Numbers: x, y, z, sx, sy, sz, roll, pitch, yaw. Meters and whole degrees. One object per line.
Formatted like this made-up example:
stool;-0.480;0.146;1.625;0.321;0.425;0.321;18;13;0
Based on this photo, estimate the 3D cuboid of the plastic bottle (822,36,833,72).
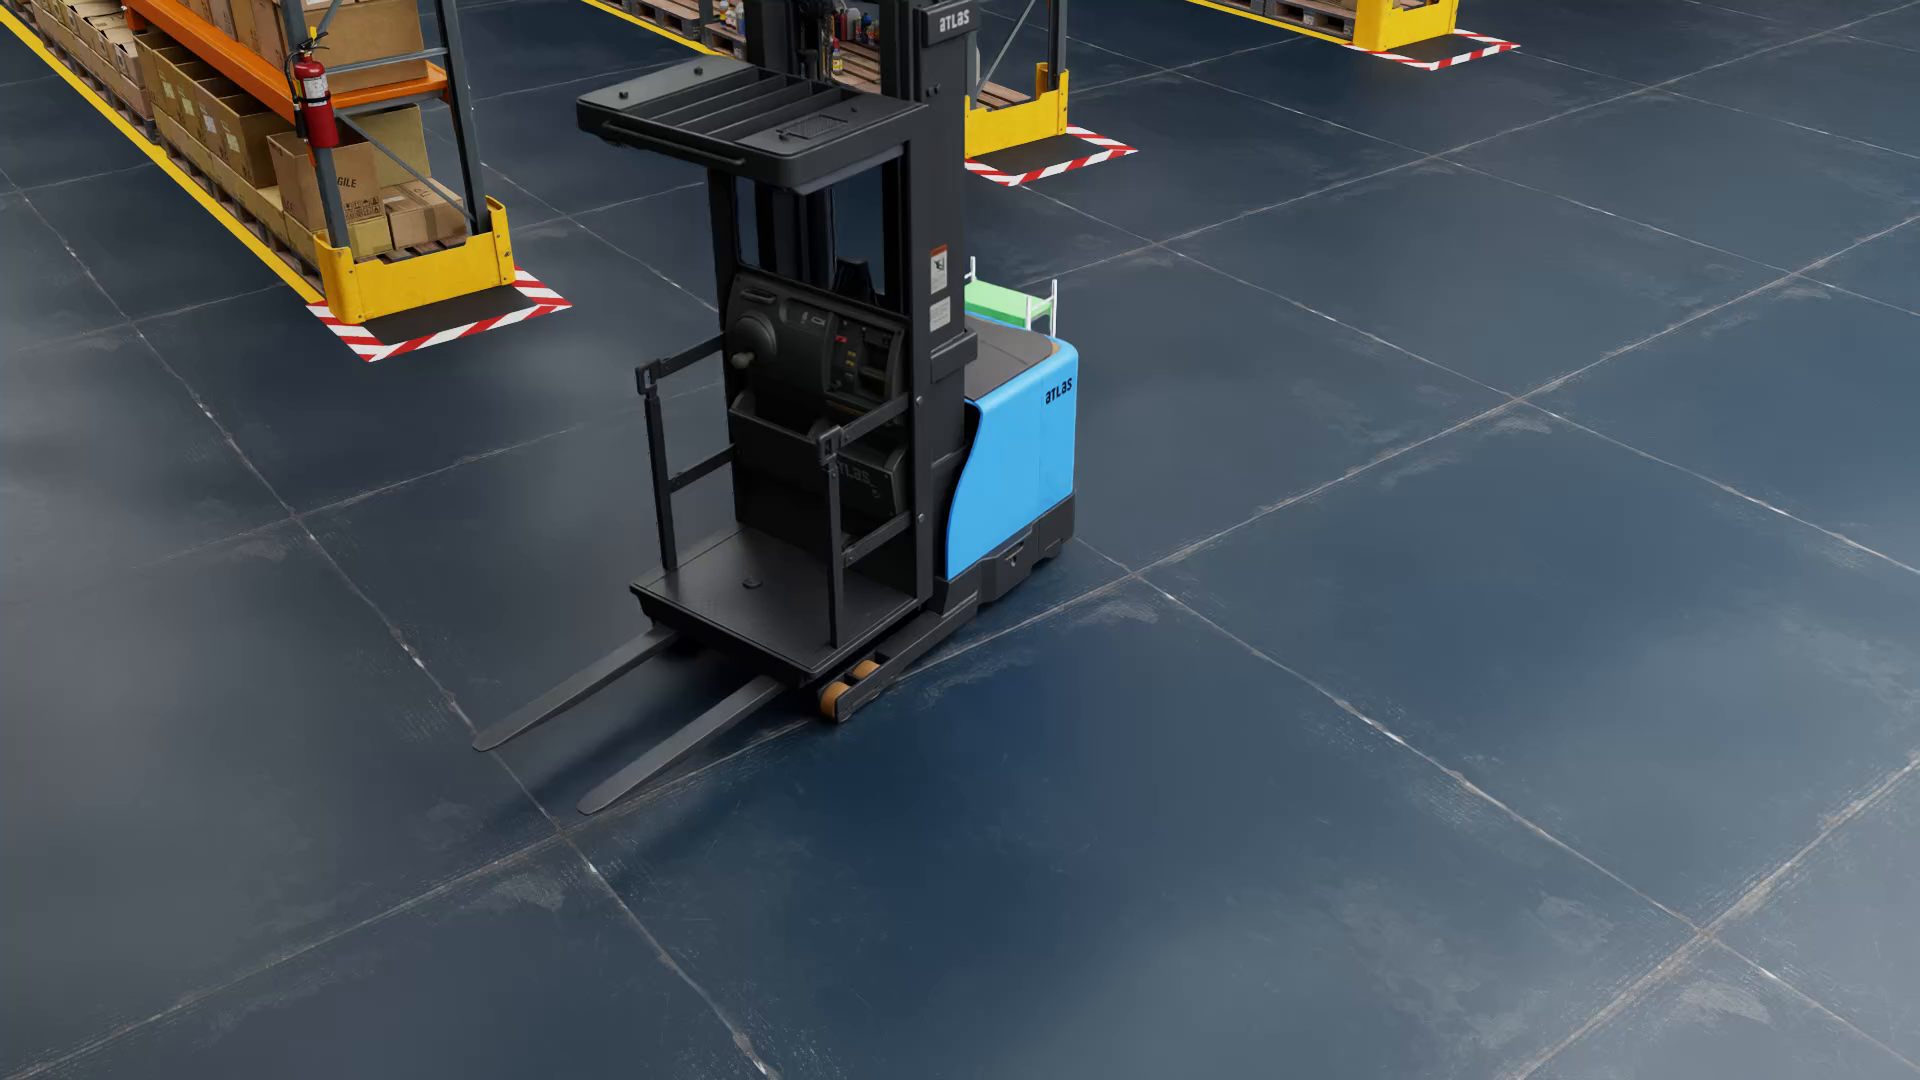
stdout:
plastic bottle;-1.143;-4.182;14.298;0.061;0.283;0.133;-21;38;-30

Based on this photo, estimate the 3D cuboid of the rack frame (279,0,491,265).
rack frame;-3.499;-2.882;10.047;1.000;3.000;0.127;-22;38;-31

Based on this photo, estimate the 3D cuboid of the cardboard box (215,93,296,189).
cardboard box;-4.688;-2.750;11.332;0.500;0.500;0.500;-22;38;-31

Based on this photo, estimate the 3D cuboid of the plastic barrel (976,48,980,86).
plastic barrel;-0.048;-3.854;13.572;0.421;0.512;0.421;0;32;0

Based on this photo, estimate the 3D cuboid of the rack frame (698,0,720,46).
rack frame;-2.037;-6.150;15.309;1.000;3.000;0.127;-22;38;-31

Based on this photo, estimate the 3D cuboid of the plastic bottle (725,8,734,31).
plastic bottle;-2.126;-4.831;15.421;0.097;0.201;0.097;0;32;0

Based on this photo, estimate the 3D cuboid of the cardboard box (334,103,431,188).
cardboard box;-3.961;-2.714;11.274;0.500;0.500;0.500;-22;38;-31

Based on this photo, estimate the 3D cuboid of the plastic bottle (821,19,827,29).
plastic bottle;-1.297;-4.956;15.481;0.144;0.351;0.185;-24;39;-34

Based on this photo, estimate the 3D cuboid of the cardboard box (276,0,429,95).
cardboard box;-3.776;-3.123;10.341;0.700;0.500;0.500;-22;38;-31

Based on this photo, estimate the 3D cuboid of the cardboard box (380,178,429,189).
cardboard box;-3.962;-2.395;11.471;0.500;0.250;0.500;-22;38;-31

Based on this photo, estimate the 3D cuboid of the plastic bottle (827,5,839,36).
plastic bottle;-1.164;-4.749;15.211;0.061;0.283;0.133;-22;38;-31

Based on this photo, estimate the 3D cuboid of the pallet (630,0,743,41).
pallet;-2.550;-5.280;16.551;1.003;0.211;1.213;-22;38;-31

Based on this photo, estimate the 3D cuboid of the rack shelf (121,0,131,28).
rack shelf;-7.179;-5.077;14.263;1.077;0.370;4.000;-22;38;-31

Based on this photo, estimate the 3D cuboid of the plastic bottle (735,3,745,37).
plastic bottle;-1.968;-4.779;15.267;0.152;0.276;0.135;-21;37;-30

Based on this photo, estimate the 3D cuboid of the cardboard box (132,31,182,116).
cardboard box;-5.915;-3.583;12.674;0.500;0.500;0.500;-22;38;-31

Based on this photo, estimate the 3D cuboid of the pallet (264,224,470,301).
pallet;-4.002;-2.003;11.274;1.003;0.211;1.213;-22;38;-31

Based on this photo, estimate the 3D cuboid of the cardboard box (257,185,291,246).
cardboard box;-4.378;-2.225;11.197;0.500;0.250;0.500;-22;38;-31

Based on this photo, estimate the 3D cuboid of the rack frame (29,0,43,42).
rack frame;-8.405;-6.216;15.415;1.000;3.000;0.127;-22;38;-31

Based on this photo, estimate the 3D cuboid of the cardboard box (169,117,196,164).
cardboard box;-5.605;-3.058;12.539;0.500;0.250;0.500;-22;38;-31

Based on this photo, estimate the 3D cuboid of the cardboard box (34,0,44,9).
cardboard box;-8.316;-5.151;15.378;0.500;0.311;0.500;-21;37;-30

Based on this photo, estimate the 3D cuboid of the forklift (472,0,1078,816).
forklift;-0.734;-0.774;6.718;1.130;2.935;3.031;22;38;31

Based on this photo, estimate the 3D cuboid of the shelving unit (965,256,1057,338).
shelving unit;0.193;-0.767;8.347;0.503;1.200;0.258;22;38;31

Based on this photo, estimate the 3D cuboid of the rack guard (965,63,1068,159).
rack guard;0.332;-3.438;13.311;1.175;0.500;0.348;-22;38;-31

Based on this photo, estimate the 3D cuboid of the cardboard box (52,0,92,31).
cardboard box;-7.676;-4.722;14.686;0.500;0.311;0.500;-23;39;-33

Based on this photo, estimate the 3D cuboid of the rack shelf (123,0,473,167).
rack shelf;-4.726;-3.410;11.579;1.077;0.370;4.000;-22;38;-31

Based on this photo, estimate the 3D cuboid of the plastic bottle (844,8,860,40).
plastic bottle;-1.002;-4.721;15.173;0.152;0.276;0.135;-22;38;-31

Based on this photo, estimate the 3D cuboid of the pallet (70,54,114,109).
pallet;-7.187;-4.168;14.760;1.003;0.211;1.213;-22;38;-31

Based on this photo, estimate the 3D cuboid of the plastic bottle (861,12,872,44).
plastic bottle;-0.846;-4.636;15.041;0.097;0.271;0.097;0;32;0

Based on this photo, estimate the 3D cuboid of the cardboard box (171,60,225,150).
cardboard box;-5.302;-3.167;12.003;0.500;0.500;0.500;-22;38;-31

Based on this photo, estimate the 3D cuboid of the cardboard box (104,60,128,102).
cardboard box;-6.744;-3.850;13.813;0.500;0.250;0.500;-23;39;-32

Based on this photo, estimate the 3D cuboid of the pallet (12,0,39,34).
pallet;-8.833;-5.355;16.672;1.003;0.211;1.213;-22;38;-31

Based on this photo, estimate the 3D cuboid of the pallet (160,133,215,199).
pallet;-5.498;-3.019;12.911;1.003;0.211;1.213;-22;38;-31

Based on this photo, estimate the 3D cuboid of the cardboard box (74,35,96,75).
cardboard box;-7.369;-4.275;14.499;0.500;0.250;0.500;-21;38;-30

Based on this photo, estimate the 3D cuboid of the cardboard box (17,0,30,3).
cardboard box;-9.164;-5.655;16.464;0.500;0.500;0.500;-21;37;-30

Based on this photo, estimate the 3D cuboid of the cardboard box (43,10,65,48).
cardboard box;-8.007;-4.704;15.189;0.500;0.250;0.500;-23;39;-33

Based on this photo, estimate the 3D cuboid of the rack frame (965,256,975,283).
rack frame;-0.002;-0.844;8.472;0.015;1.200;0.240;22;38;31

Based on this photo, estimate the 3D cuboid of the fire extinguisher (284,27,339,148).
fire extinguisher;-3.794;-2.649;9.746;0.296;0.674;0.183;-22;38;-31

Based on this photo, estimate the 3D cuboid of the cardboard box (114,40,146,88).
cardboard box;-6.427;-3.874;13.320;0.500;0.311;0.500;-22;38;-31

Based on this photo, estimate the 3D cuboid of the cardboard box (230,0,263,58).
cardboard box;-4.401;-3.549;11.027;0.700;0.500;0.500;-22;38;-31

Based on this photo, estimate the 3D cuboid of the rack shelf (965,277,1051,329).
rack shelf;0.193;-1.120;8.127;0.480;0.148;0.258;22;38;31

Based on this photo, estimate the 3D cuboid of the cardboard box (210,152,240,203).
cardboard box;-4.991;-2.641;11.868;0.500;0.250;0.500;-22;38;-31

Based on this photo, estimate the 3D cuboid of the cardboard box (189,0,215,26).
cardboard box;-5.042;-3.980;11.721;0.700;0.500;0.500;-22;38;-31

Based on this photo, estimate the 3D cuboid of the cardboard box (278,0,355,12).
cardboard box;-3.884;-3.298;10.007;0.380;0.149;0.250;-23;39;-32

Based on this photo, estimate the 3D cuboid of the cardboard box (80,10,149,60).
cardboard box;-7.055;-4.297;14.002;0.500;0.311;0.500;-22;38;-32

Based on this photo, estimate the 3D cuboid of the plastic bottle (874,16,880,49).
plastic bottle;-0.722;-4.552;14.905;0.097;0.271;0.097;0;32;0

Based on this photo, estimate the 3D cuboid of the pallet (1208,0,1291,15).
pallet;3.067;-5.791;17.373;1.003;0.211;1.213;-22;38;-31

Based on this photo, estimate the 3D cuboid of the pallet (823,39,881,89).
pallet;-0.906;-4.163;14.753;1.003;0.211;1.213;-22;38;-31
